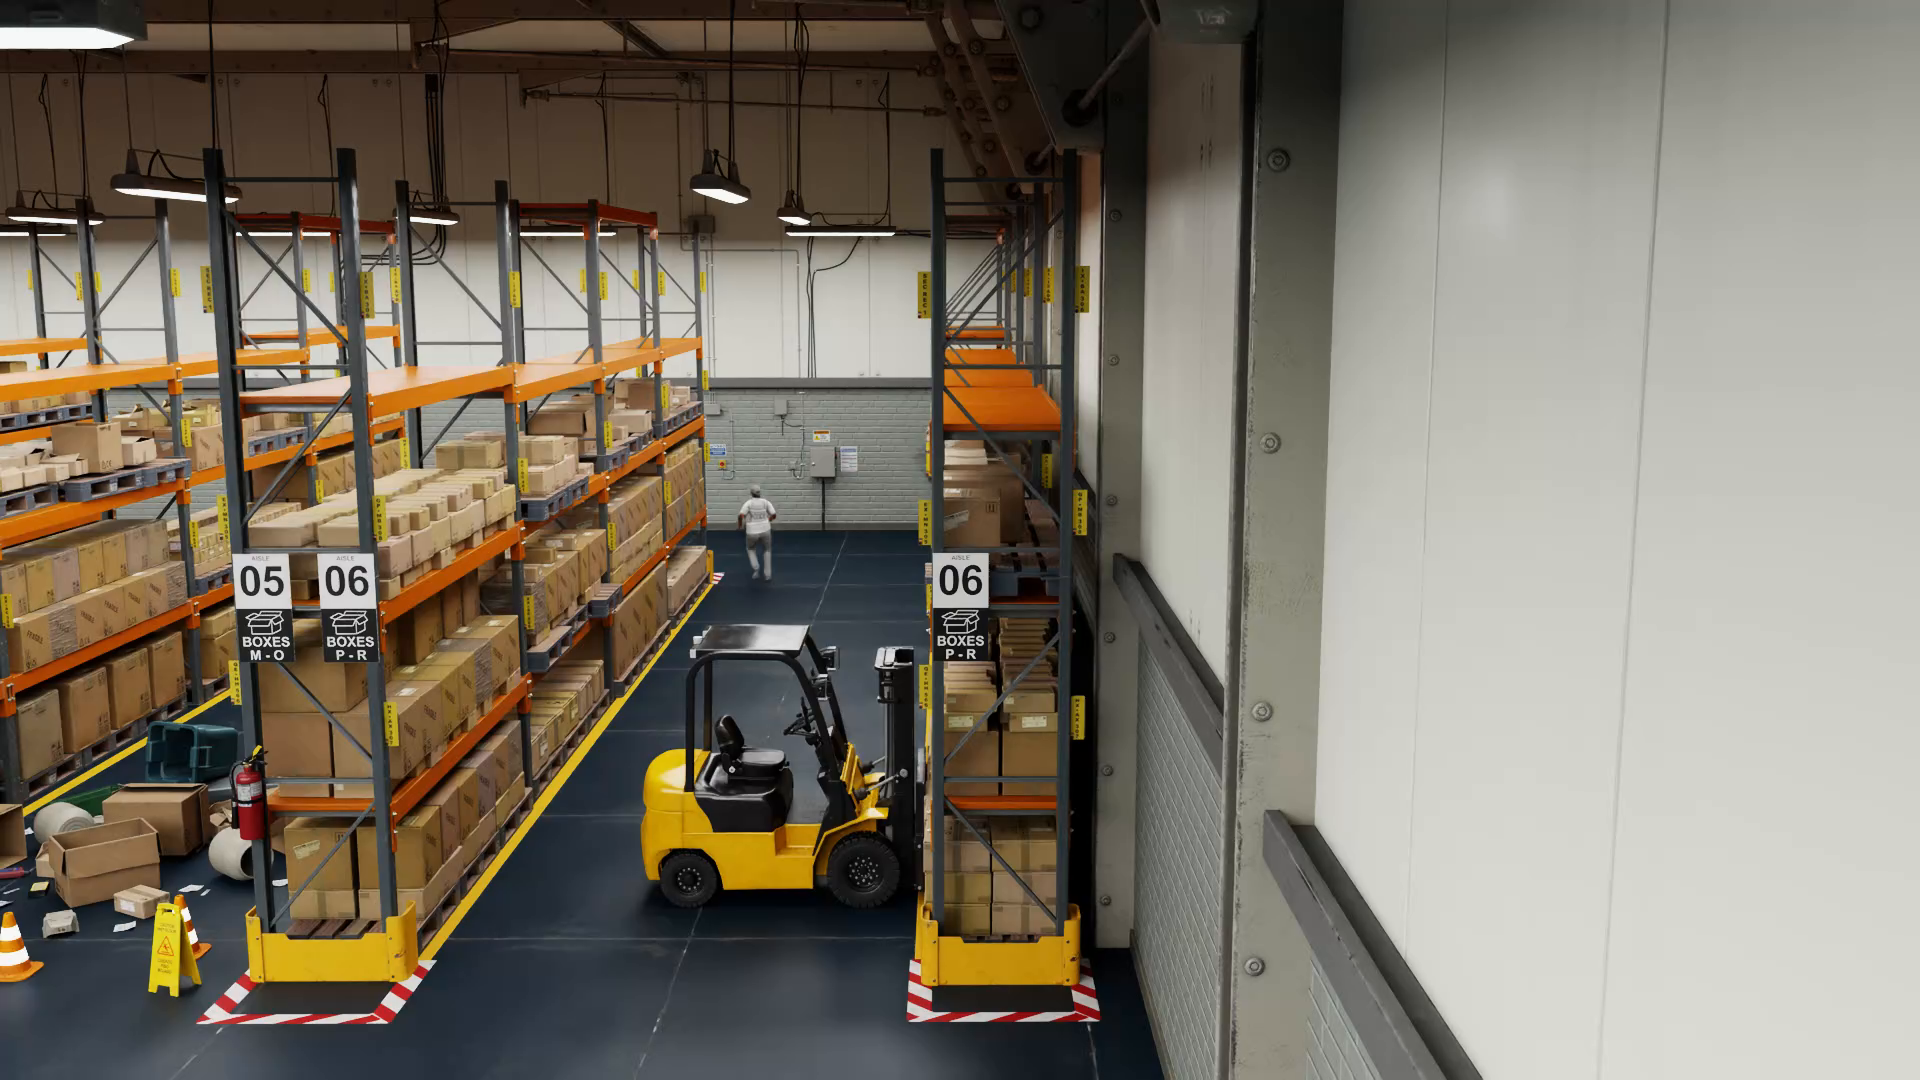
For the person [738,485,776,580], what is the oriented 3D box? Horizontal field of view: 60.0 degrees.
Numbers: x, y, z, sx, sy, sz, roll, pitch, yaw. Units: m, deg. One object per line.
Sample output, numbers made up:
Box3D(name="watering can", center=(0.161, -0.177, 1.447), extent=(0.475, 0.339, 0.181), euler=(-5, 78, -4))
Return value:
Box3D(name="person", center=(-3.455, -0.132, 28.202), extent=(0.667, 1.642, 0.544), euler=(-2, 9, -14))
